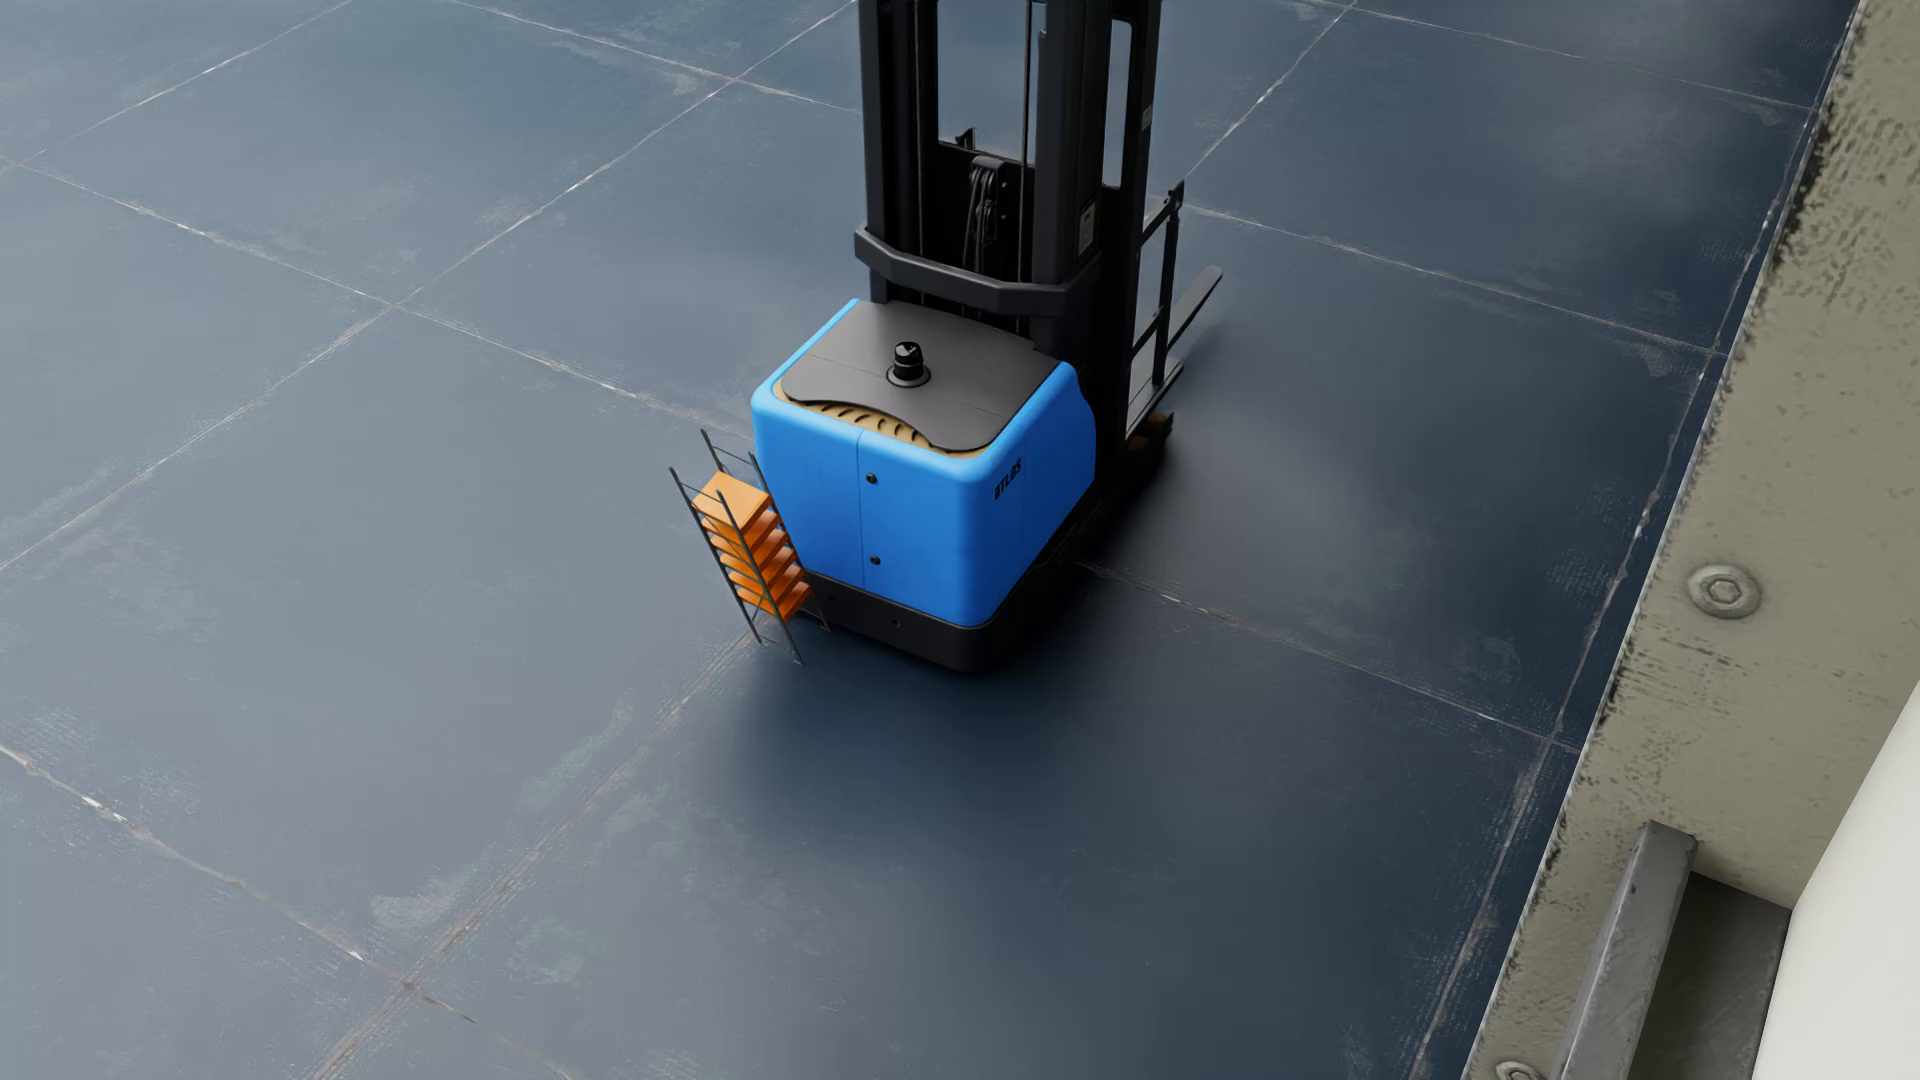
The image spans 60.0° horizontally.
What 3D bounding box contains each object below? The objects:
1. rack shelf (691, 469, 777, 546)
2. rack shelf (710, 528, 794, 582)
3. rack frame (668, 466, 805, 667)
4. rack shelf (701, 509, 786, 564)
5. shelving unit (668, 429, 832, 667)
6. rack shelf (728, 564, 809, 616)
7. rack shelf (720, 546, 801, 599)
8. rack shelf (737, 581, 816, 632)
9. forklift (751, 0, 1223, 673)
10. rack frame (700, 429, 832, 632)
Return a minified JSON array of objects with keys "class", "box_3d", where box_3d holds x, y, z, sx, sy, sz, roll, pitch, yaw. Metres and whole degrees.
[{"class":"rack shelf","box_3d":[-0.822,-0.120,6.017,0.258,0.103,0.180,25,64,25]},{"class":"rack shelf","box_3d":[-0.783,0.015,6.212,0.258,0.103,0.180,25,64,25]},{"class":"rack frame","box_3d":[-0.820,0.125,6.237,0.240,1.200,0.006,25,64,25]},{"class":"rack shelf","box_3d":[-0.803,-0.052,6.115,0.258,0.103,0.180,25,64,25]},{"class":"shelving unit","box_3d":[-0.770,0.058,6.273,0.258,1.200,0.189,25,64,25]},{"class":"rack shelf","box_3d":[-0.743,0.150,6.406,0.258,0.103,0.180,25,64,25]},{"class":"rack shelf","box_3d":[-0.763,0.083,6.309,0.258,0.103,0.180,25,64,25]},{"class":"rack shelf","box_3d":[-0.723,0.217,6.504,0.258,0.103,0.180,25,64,25]},{"class":"forklift","box_3d":[0.333,-1.544,6.785,1.130,2.935,3.031,20,45,21]},{"class":"rack frame","box_3d":[-0.720,-0.010,6.309,0.240,1.200,0.006,25,64,25]}]
